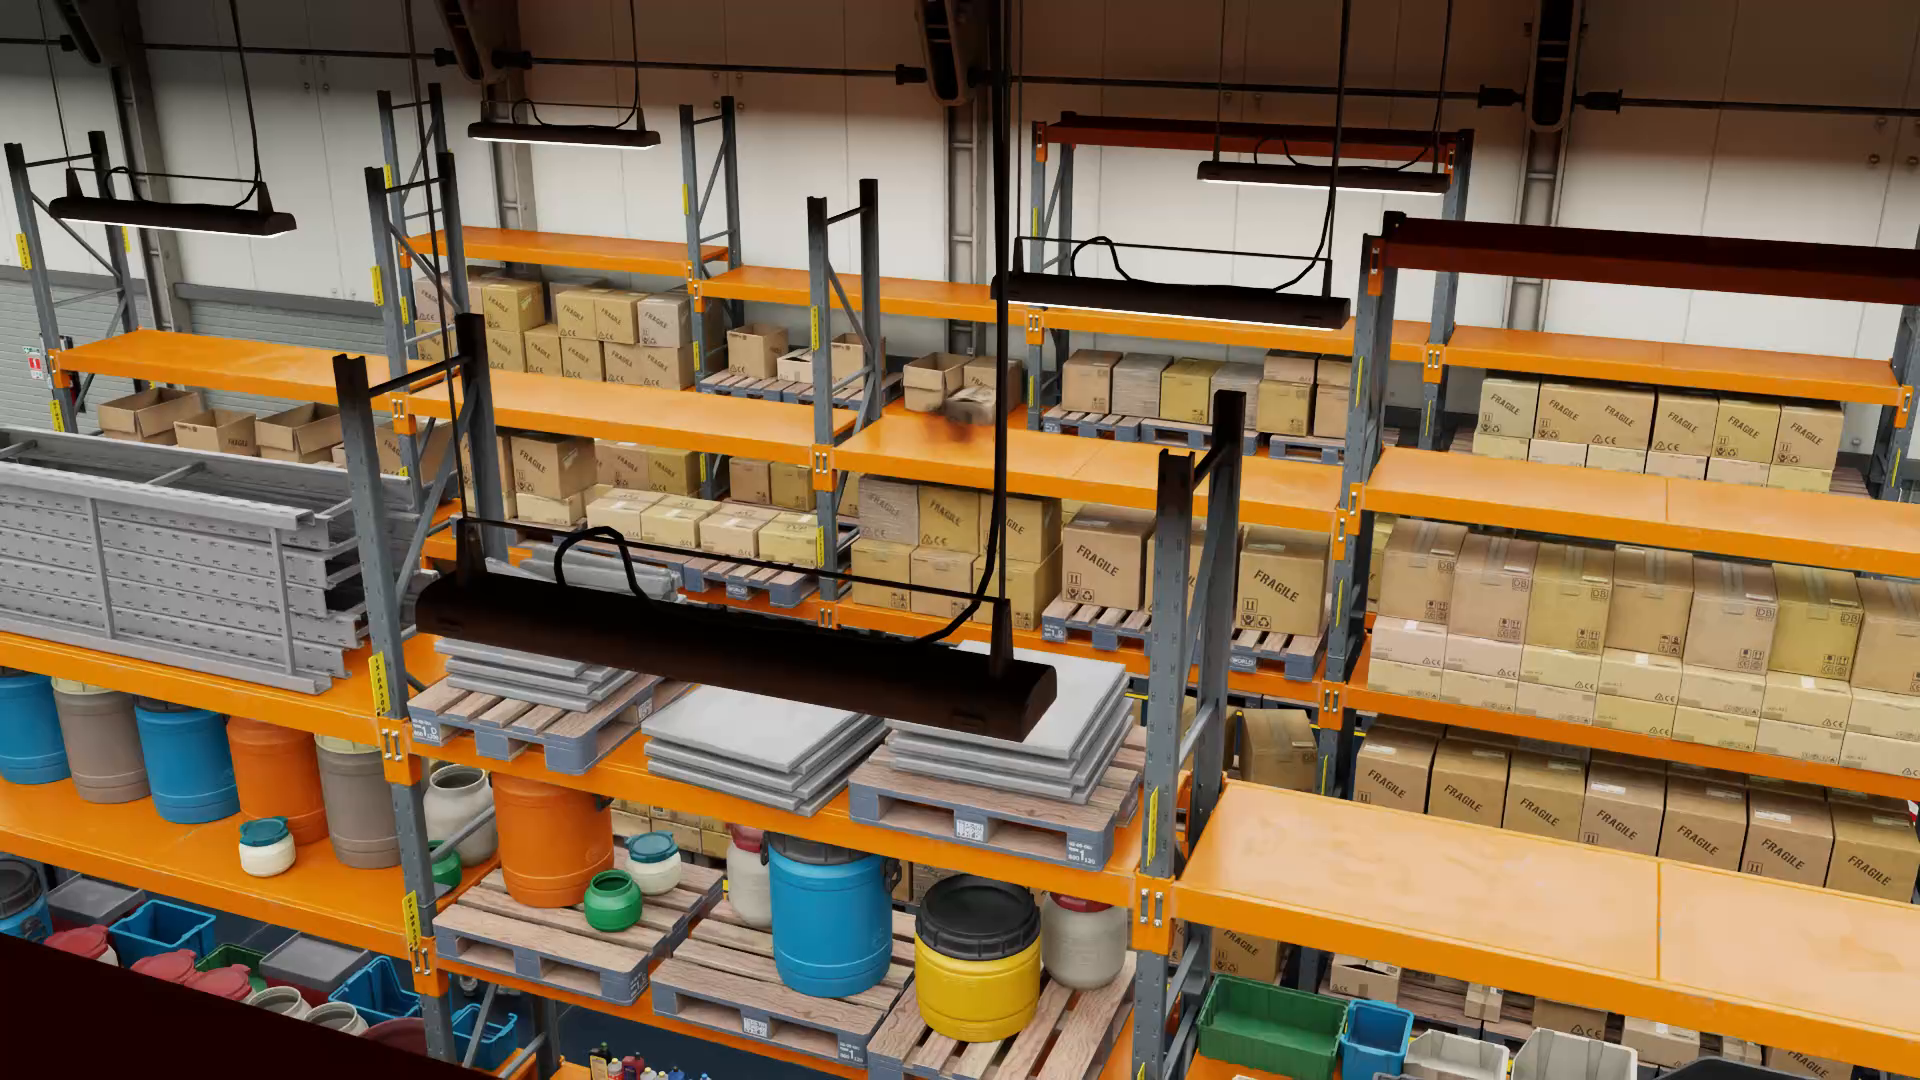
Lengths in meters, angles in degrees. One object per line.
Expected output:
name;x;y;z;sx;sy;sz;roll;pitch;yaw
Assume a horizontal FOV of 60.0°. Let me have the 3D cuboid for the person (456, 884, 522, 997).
person;-3.689;2.709;12.720;0.602;1.793;0.402;5;21;12
